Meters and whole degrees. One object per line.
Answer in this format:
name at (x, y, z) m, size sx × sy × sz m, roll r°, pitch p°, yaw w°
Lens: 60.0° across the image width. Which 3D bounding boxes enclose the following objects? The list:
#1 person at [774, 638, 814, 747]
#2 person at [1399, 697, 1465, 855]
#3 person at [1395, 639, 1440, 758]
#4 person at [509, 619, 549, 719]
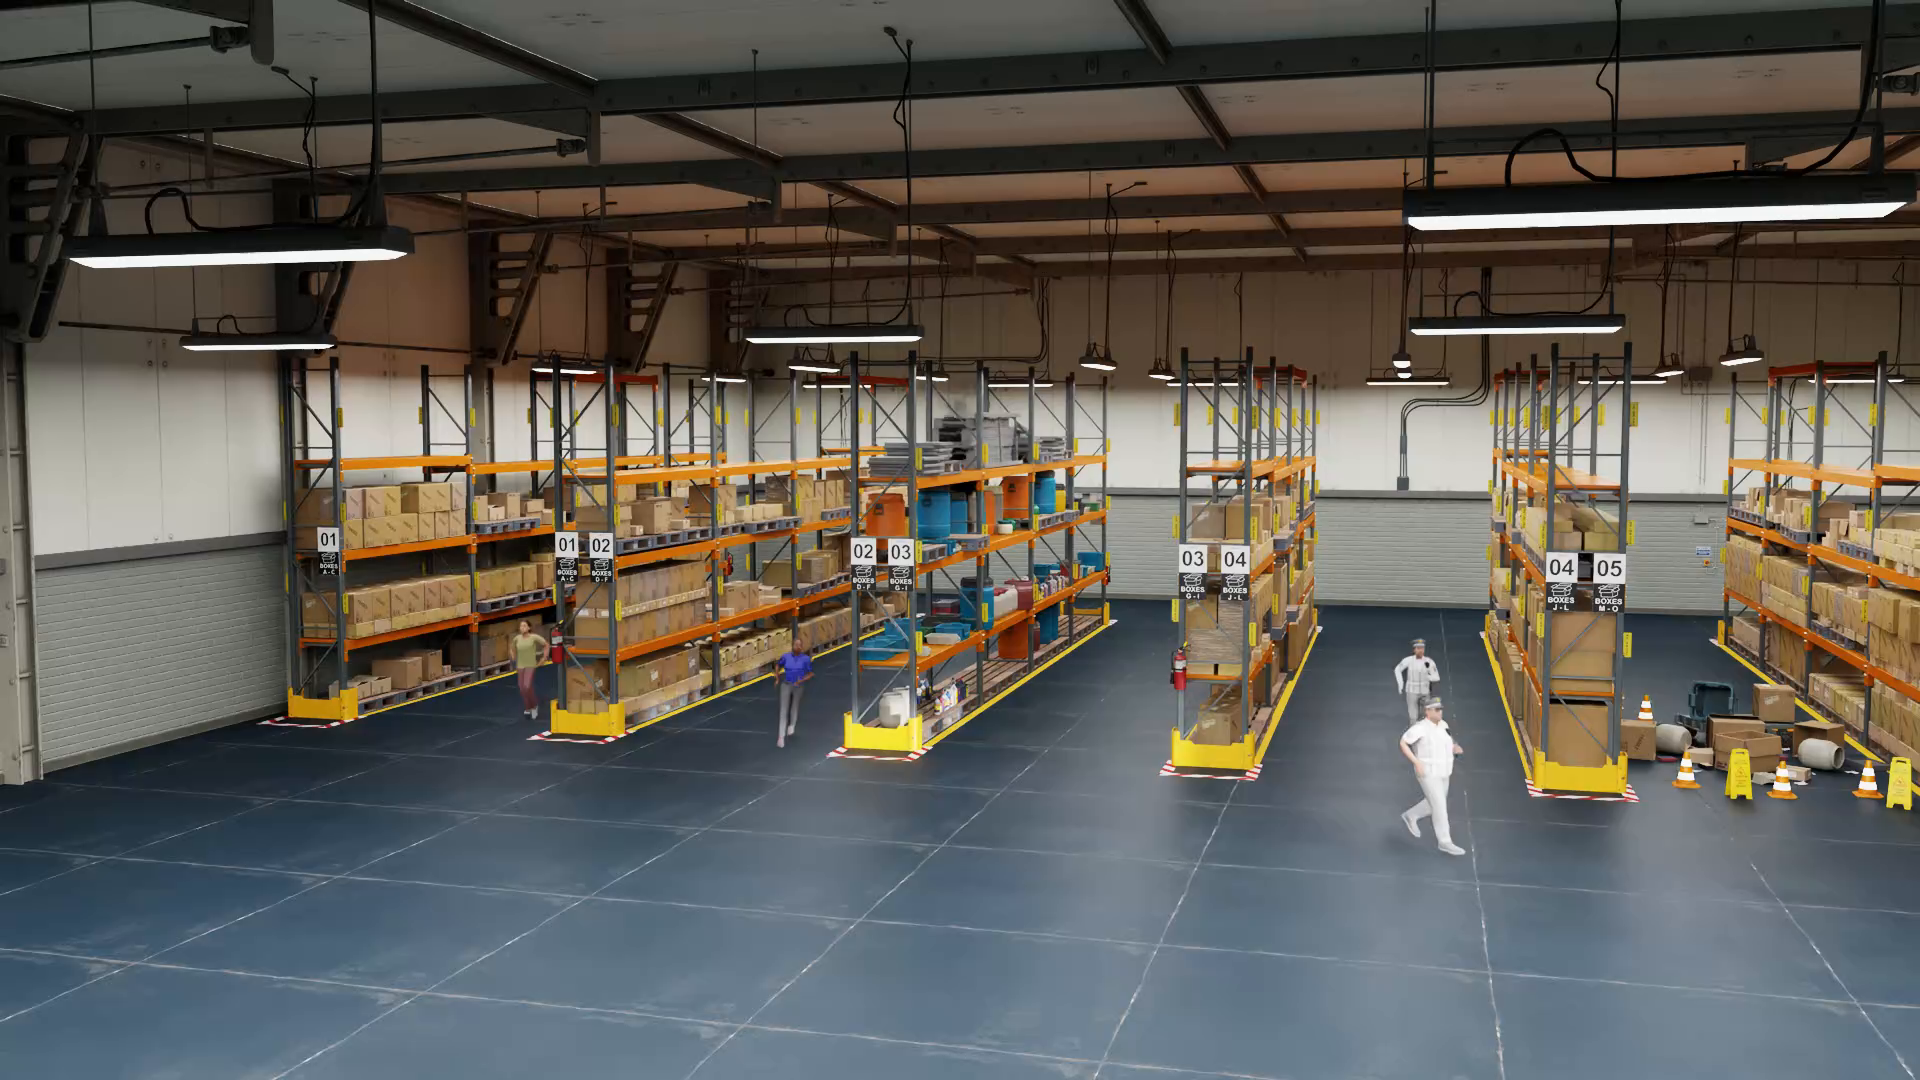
person at (-2.558, 2.330, 25.660) m, size 0.609 × 1.642 × 0.847 m, roll 0°, pitch 4°, yaw -1°
person at (5.489, 2.685, 19.275) m, size 0.668 × 1.757 × 0.962 m, roll -3°, pitch 5°, yaw -37°
person at (6.834, 2.321, 24.821) m, size 0.593 × 1.727 × 0.854 m, roll 0°, pitch 4°, yaw 1°
person at (-7.202, 2.150, 27.661) m, size 0.605 × 1.678 × 0.647 m, roll 1°, pitch 4°, yaw 9°
